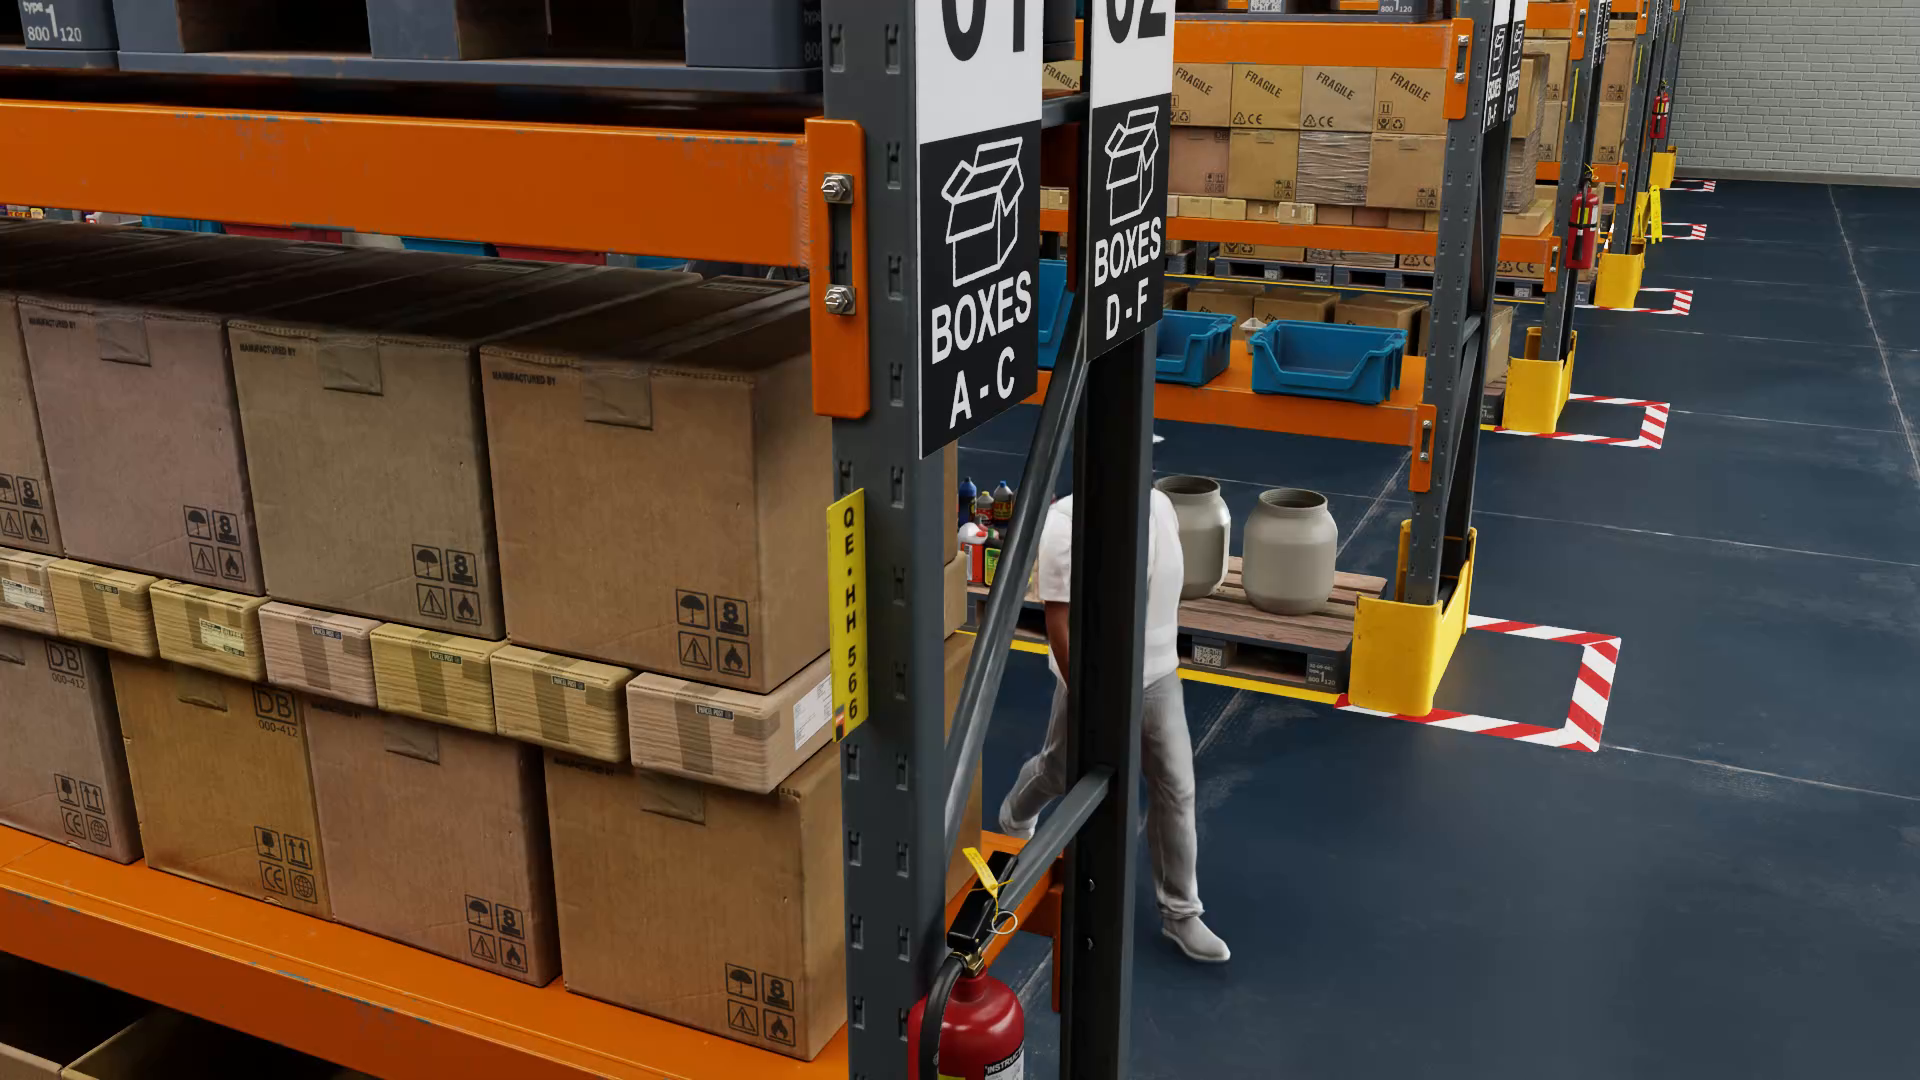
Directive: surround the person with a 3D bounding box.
[{"bbox_3d":[0.490,0.416,5.305,0.552,1.725,1.038,-9,21,-25],"label":"person"}]
